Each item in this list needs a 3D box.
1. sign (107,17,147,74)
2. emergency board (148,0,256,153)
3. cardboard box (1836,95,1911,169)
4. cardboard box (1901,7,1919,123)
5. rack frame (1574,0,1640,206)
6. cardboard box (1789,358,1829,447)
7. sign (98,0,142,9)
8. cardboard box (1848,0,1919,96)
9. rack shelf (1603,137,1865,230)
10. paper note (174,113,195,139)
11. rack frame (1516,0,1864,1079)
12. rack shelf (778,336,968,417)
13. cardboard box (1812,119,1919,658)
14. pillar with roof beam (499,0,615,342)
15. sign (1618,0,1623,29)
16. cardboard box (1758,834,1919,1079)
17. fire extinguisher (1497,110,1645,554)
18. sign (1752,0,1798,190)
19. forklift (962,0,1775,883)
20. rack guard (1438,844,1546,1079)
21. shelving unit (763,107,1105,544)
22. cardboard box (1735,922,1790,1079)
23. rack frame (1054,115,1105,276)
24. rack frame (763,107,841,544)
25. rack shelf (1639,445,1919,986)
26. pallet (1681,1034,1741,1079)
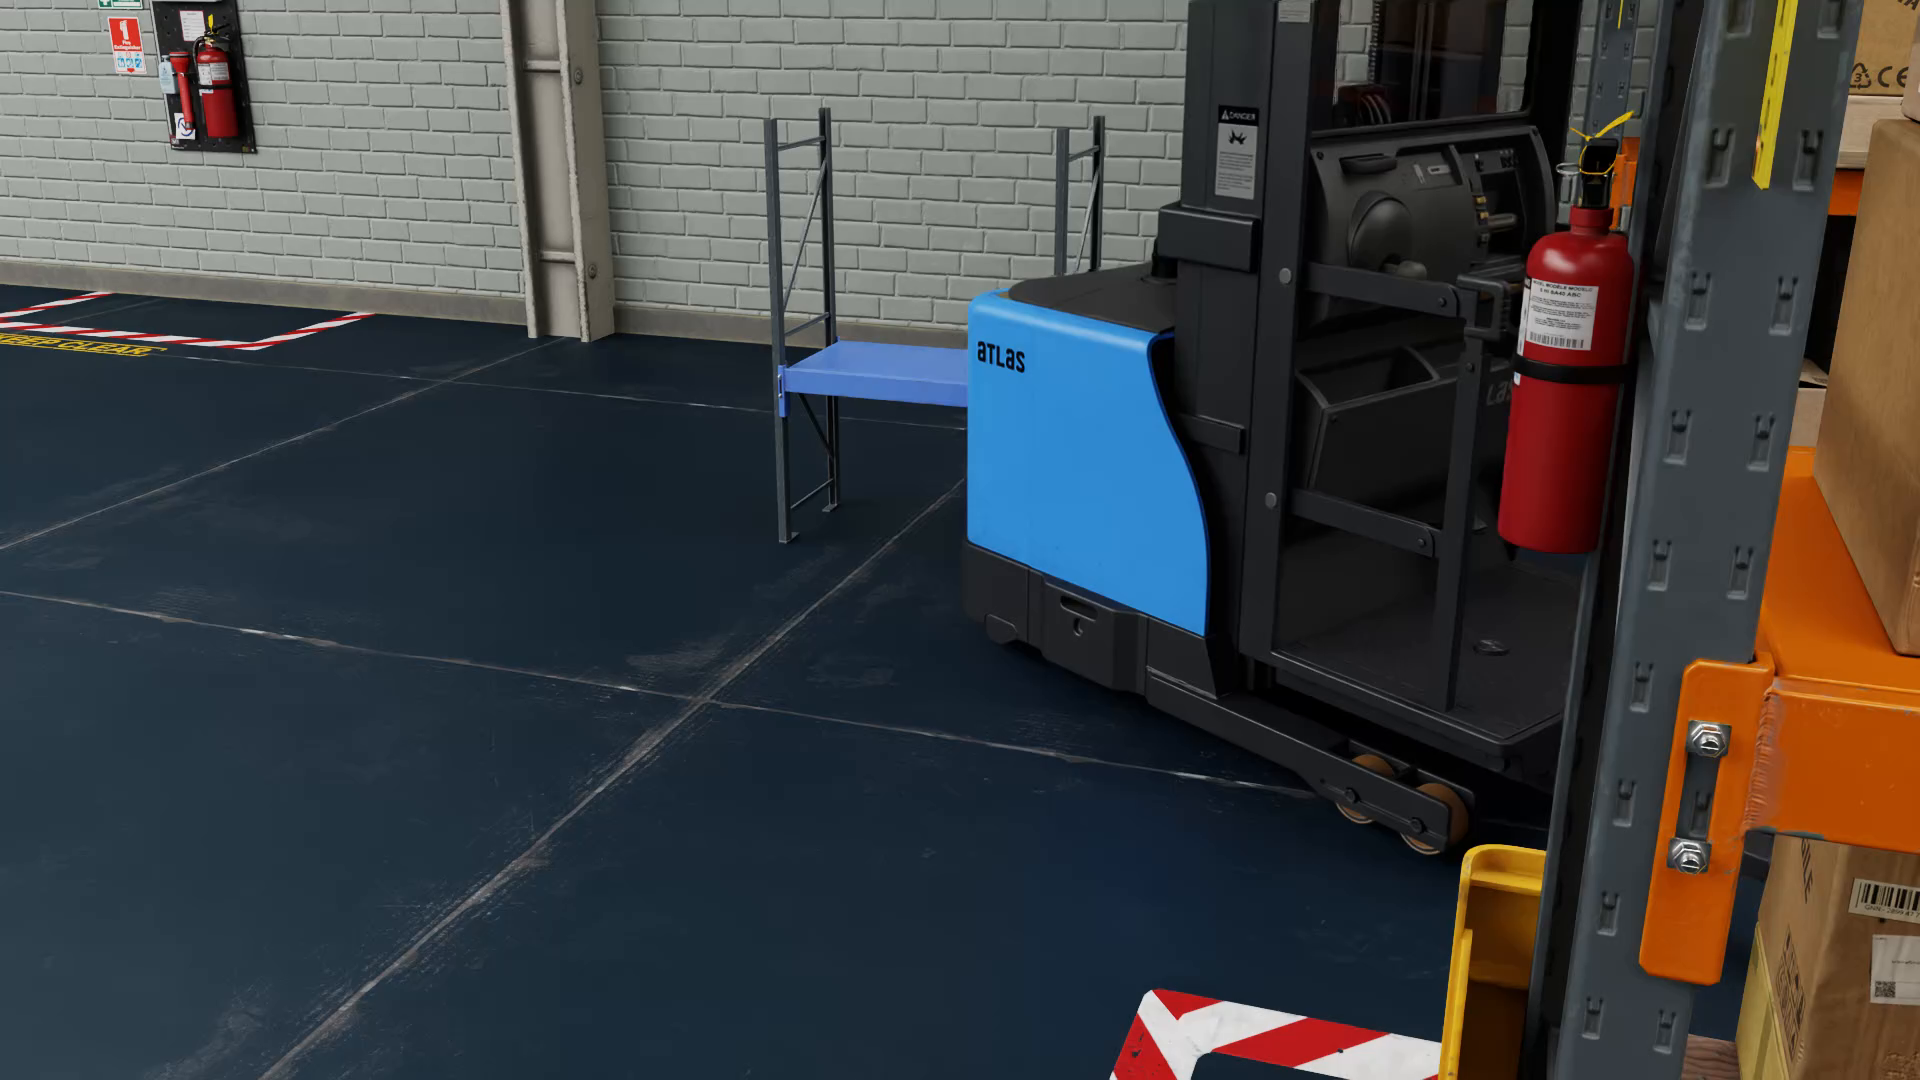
[{"bbox_3d":[-5.002,-2.970,9.985,0.234,0.329,0.001,7,20,18],"label":"sign"},{"bbox_3d":[-4.514,-2.861,9.728,0.643,1.169,0.194,7,20,18],"label":"emergency board"},{"bbox_3d":[3.383,-1.477,5.953,0.500,0.250,0.500,6,20,16],"label":"cardboard box"},{"bbox_3d":[1.332,-0.572,2.023,0.250,0.149,0.380,6,20,17],"label":"cardboard box"},{"bbox_3d":[2.531,-1.741,6.514,0.127,3.000,1.000,7,20,18],"label":"rack frame"},{"bbox_3d":[3.155,-0.577,6.590,0.500,0.311,0.500,4,20,12],"label":"cardboard box"},{"bbox_3d":[-5.001,-3.217,9.889,0.331,0.109,0.001,7,20,18],"label":"sign"},{"bbox_3d":[3.347,-1.832,5.834,0.500,0.500,0.500,7,20,18],"label":"cardboard box"},{"bbox_3d":[4.420,-1.185,6.013,4.000,0.370,1.077,7,20,18],"label":"rack shelf"},{"bbox_3d":[-4.658,-2.486,9.989,0.142,0.148,0.016,7,20,18],"label":"paper note"},{"bbox_3d":[0.910,-0.202,2.097,0.053,2.616,0.949,7,20,18],"label":"rack frame"},{"bbox_3d":[-0.081,-0.548,5.915,1.000,0.185,0.538,7,20,18],"label":"rack shelf"},{"bbox_3d":[1.345,-0.193,1.922,0.500,0.500,0.700,7,20,18],"label":"cardboard box"},{"bbox_3d":[-3.605,-4.077,4.101,0.400,9.000,9.100,7,20,18],"label":"pillar with roof beam"},{"bbox_3d":[2.353,-1.981,5.888,0.005,0.325,0.100,7,20,18],"label":"sign"},{"bbox_3d":[1.513,0.511,2.454,0.500,0.500,0.500,7,20,18],"label":"cardboard box"},{"bbox_3d":[0.949,-0.321,2.558,0.183,0.674,0.296,7,20,18],"label":"fire extinguisher"},{"bbox_3d":[0.721,-0.475,1.446,0.005,0.325,0.100,7,20,18],"label":"sign"},{"bbox_3d":[1.328,-0.825,3.990,1.130,2.935,3.031,-15,24,-37],"label":"forklift"},{"bbox_3d":[0.886,0.977,2.513,0.348,0.500,1.175,7,20,18],"label":"rack guard"},{"bbox_3d":[-0.081,-0.717,5.856,1.048,1.500,0.538,7,20,18],"label":"shelving unit"},{"bbox_3d":[1.512,0.866,2.575,0.500,0.250,0.500,7,20,18],"label":"cardboard box"},{"bbox_3d":[0.400,-0.663,5.698,0.032,1.500,0.500,7,20,18],"label":"rack frame"},{"bbox_3d":[-0.561,-0.772,6.013,0.032,1.500,0.500,7,20,18],"label":"rack frame"},{"bbox_3d":[2.798,0.355,1.593,4.000,0.370,1.077,7,20,18],"label":"rack shelf"},{"bbox_3d":[1.645,1.186,2.354,1.213,0.211,1.003,7,20,18],"label":"pallet"}]
